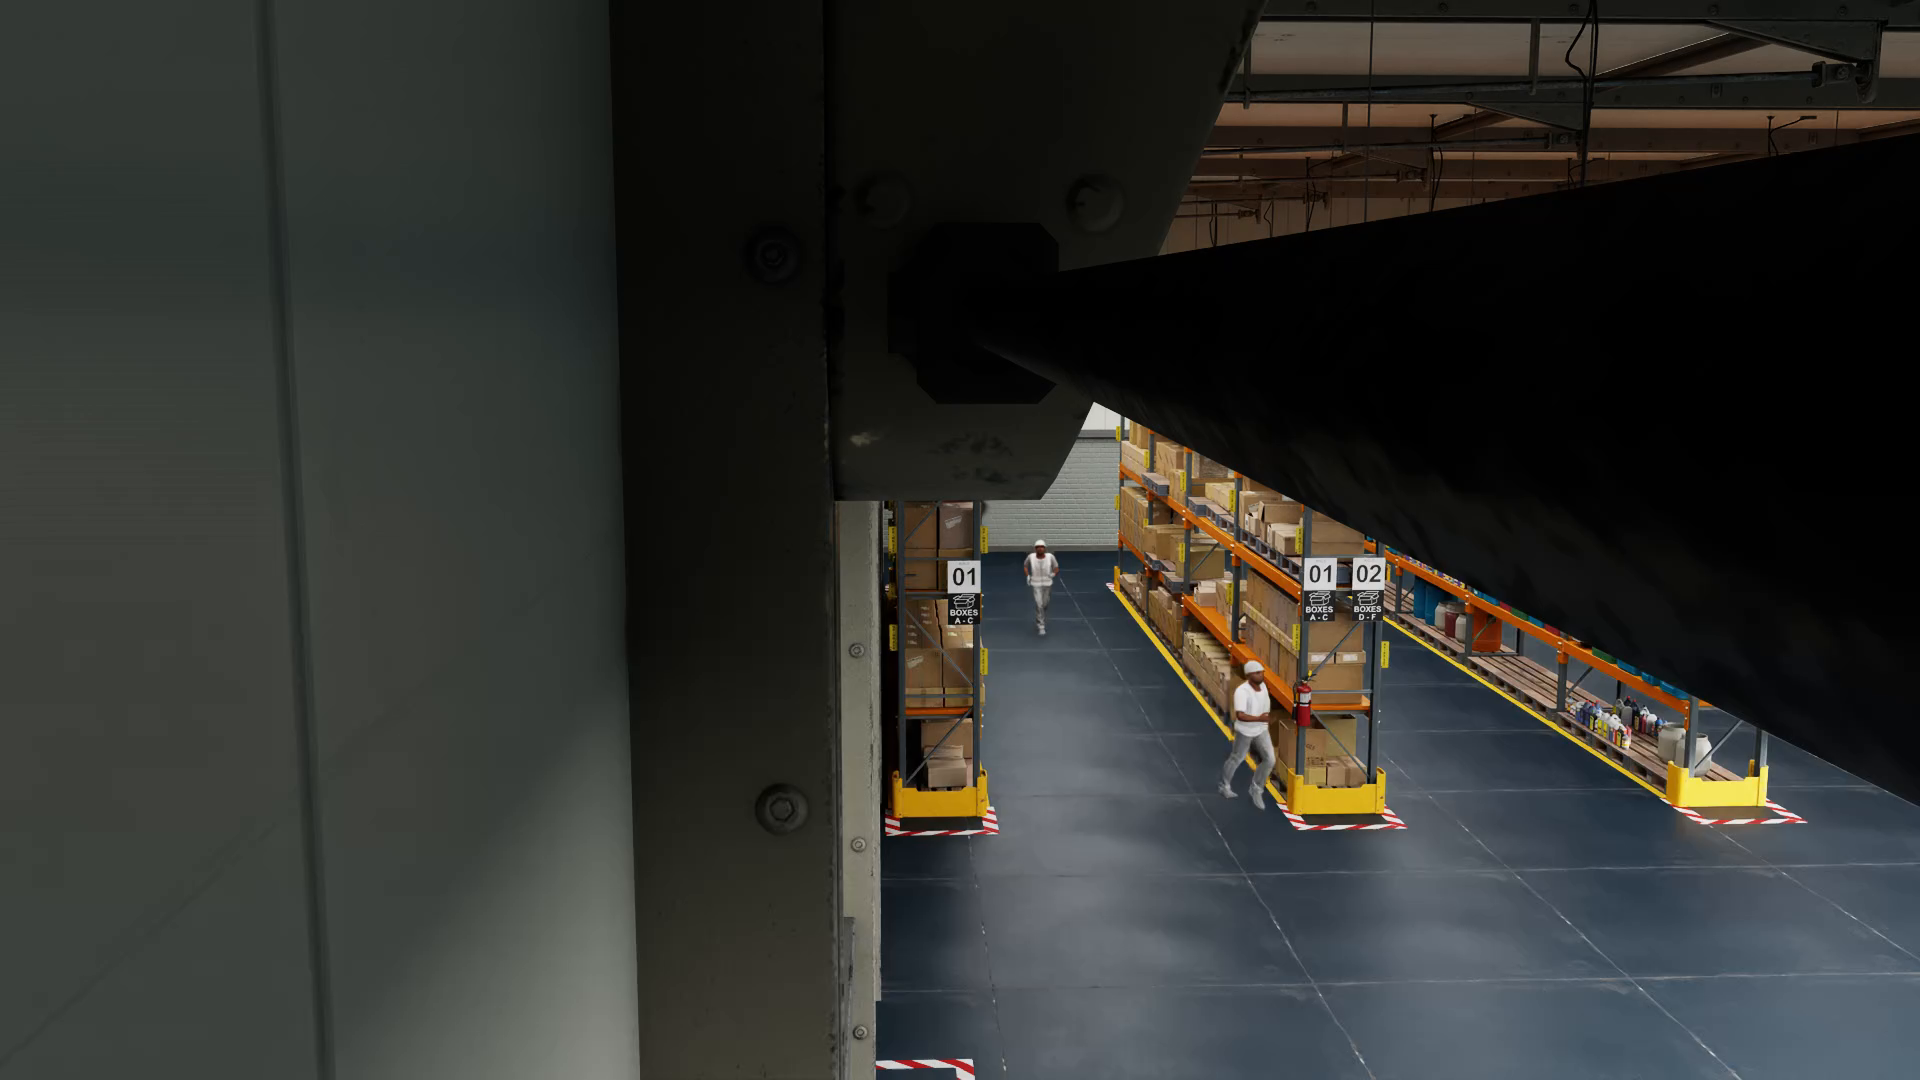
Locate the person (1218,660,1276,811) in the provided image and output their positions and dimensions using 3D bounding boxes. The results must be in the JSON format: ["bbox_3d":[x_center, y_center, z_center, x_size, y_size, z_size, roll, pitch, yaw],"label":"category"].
[{"bbox_3d":[3.522,2.338,19.979,0.708,1.837,0.847,-6,10,-38],"label":"person"}]

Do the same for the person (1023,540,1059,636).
[{"bbox_3d":[1.563,0.879,31.824,0.669,1.789,0.901,-1,8,-6],"label":"person"}]
